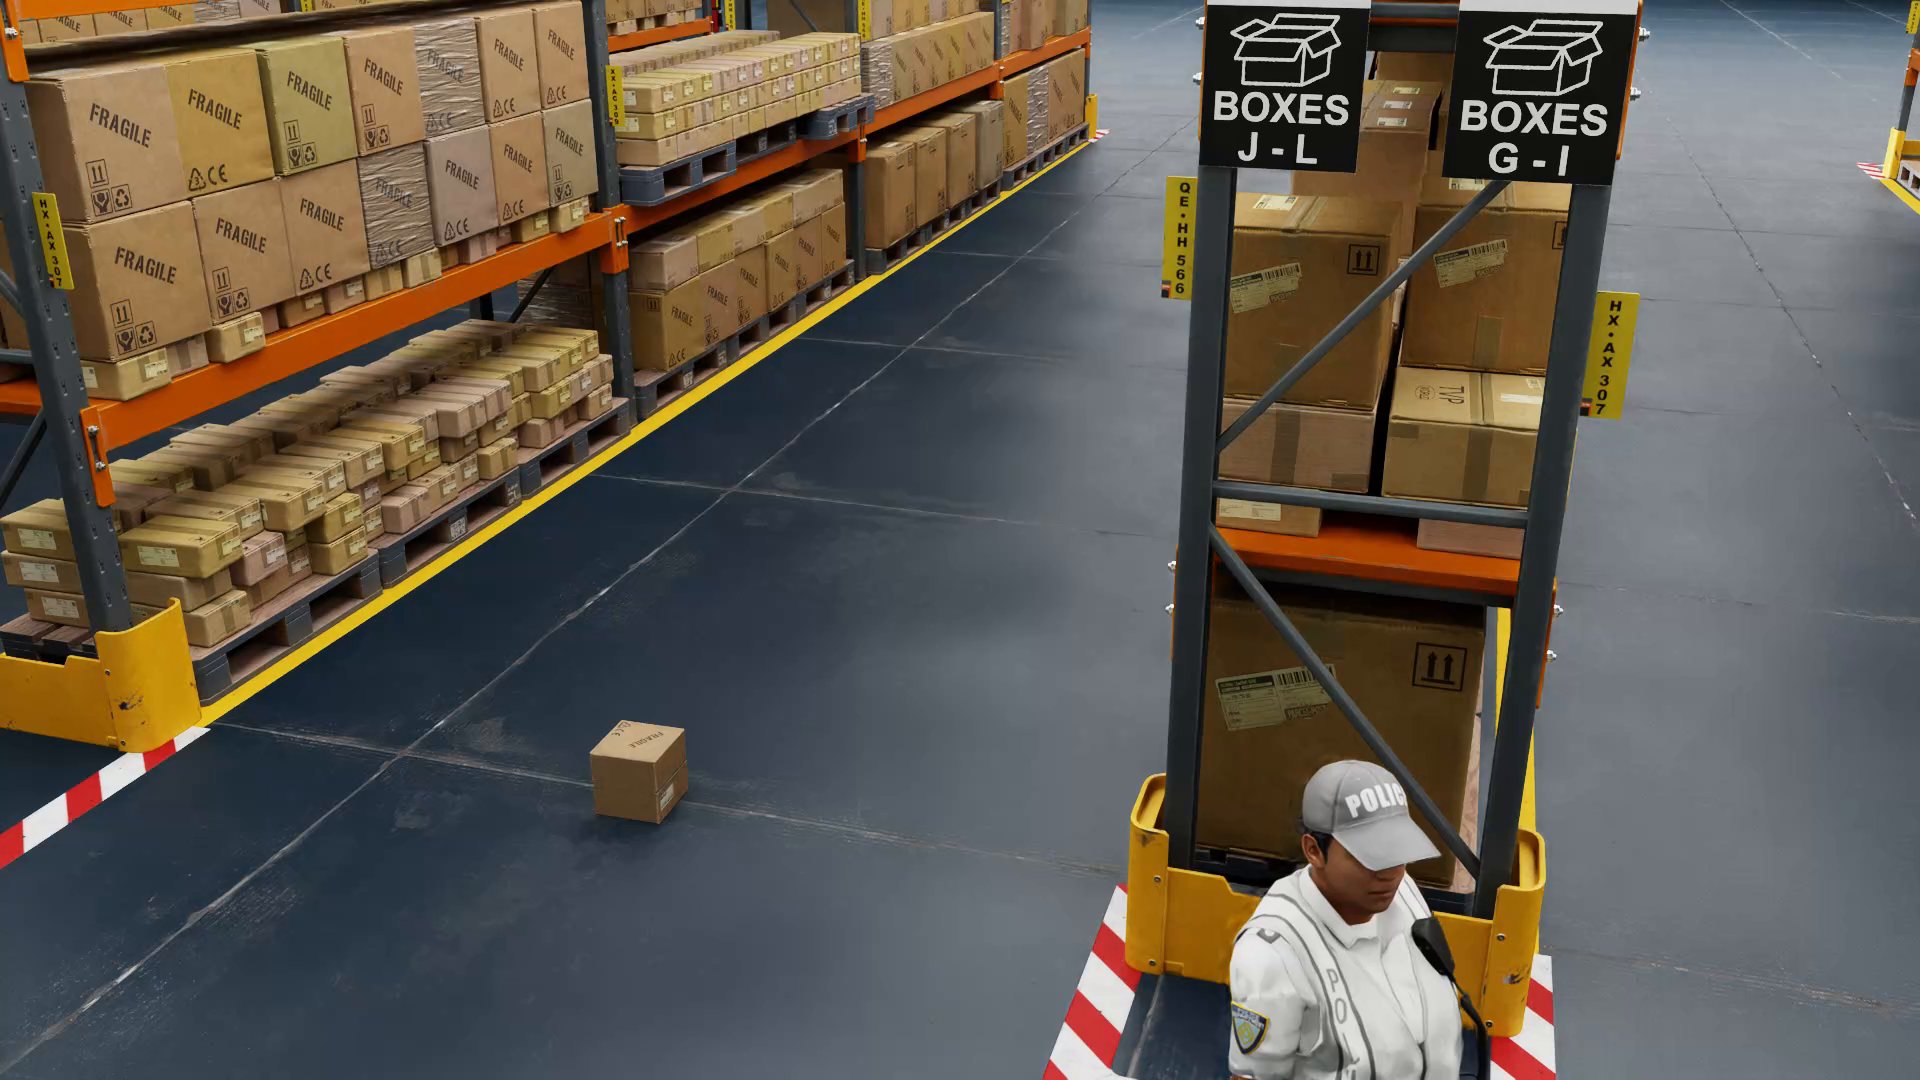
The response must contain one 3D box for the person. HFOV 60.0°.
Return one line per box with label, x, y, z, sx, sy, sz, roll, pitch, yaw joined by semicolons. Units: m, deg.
person;0.719;1.216;3.144;0.511;1.734;0.504;-15;26;-32
